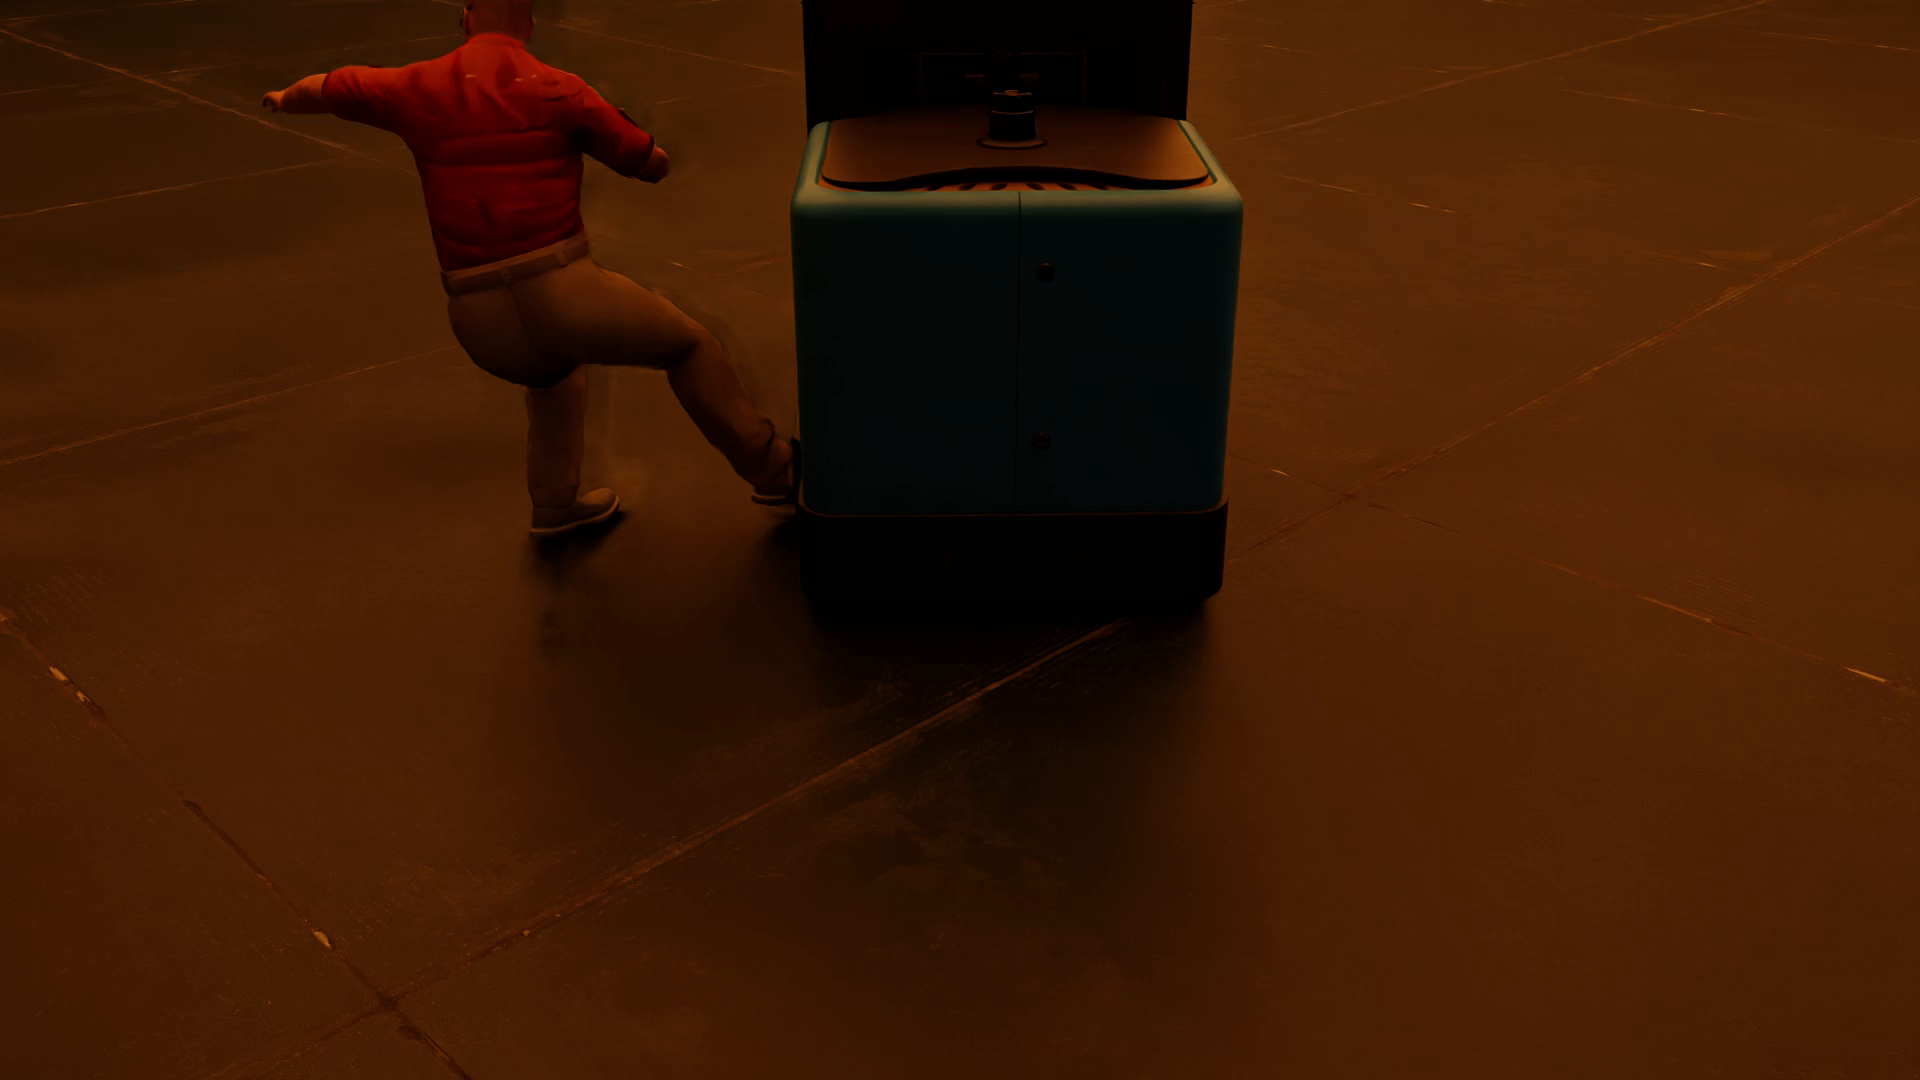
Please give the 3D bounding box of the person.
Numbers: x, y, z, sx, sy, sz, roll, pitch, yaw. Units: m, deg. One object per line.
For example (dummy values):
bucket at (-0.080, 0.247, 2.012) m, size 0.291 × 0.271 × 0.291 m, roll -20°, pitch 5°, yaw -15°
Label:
person at (-1.079, -0.743, 4.412) m, size 1.562 × 1.465 × 0.793 m, roll -1°, pitch 26°, yaw -3°

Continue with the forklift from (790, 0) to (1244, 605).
forklift at (0.098, -1.762, 4.806) m, size 1.130 × 2.935 × 3.031 m, roll -1°, pitch 26°, yaw -1°
